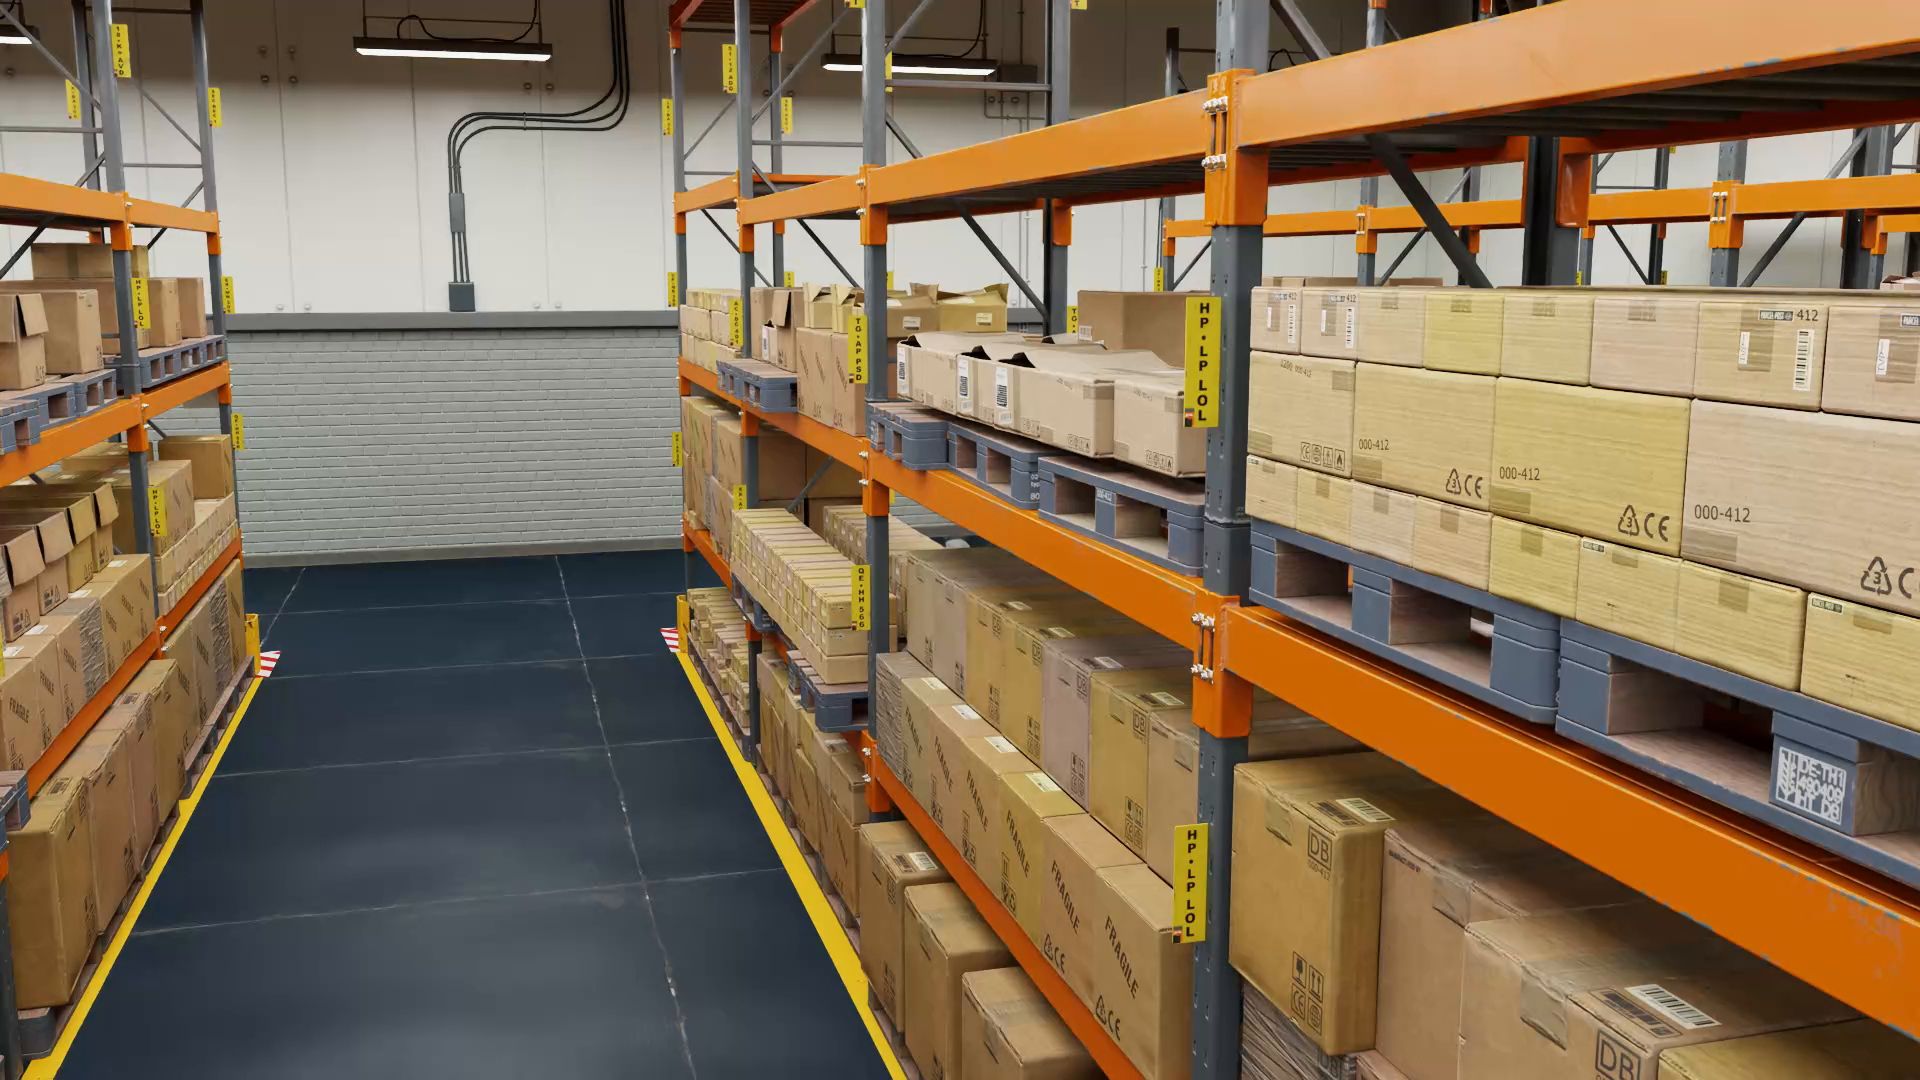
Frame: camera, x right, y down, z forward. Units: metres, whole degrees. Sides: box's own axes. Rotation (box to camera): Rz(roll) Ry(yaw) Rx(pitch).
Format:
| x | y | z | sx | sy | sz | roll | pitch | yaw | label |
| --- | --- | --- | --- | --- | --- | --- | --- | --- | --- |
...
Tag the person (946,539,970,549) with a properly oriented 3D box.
| x | y | z | sx | sy | sz | roll | pitch | yaw | label |
| --- | --- | --- | --- | --- | --- | --- | --- | --- | --- |
| -0.143 | 0.441 | 16.896 | 0.495 | 0.961 | 0.824 | -3 | 10 | -16 | person |
